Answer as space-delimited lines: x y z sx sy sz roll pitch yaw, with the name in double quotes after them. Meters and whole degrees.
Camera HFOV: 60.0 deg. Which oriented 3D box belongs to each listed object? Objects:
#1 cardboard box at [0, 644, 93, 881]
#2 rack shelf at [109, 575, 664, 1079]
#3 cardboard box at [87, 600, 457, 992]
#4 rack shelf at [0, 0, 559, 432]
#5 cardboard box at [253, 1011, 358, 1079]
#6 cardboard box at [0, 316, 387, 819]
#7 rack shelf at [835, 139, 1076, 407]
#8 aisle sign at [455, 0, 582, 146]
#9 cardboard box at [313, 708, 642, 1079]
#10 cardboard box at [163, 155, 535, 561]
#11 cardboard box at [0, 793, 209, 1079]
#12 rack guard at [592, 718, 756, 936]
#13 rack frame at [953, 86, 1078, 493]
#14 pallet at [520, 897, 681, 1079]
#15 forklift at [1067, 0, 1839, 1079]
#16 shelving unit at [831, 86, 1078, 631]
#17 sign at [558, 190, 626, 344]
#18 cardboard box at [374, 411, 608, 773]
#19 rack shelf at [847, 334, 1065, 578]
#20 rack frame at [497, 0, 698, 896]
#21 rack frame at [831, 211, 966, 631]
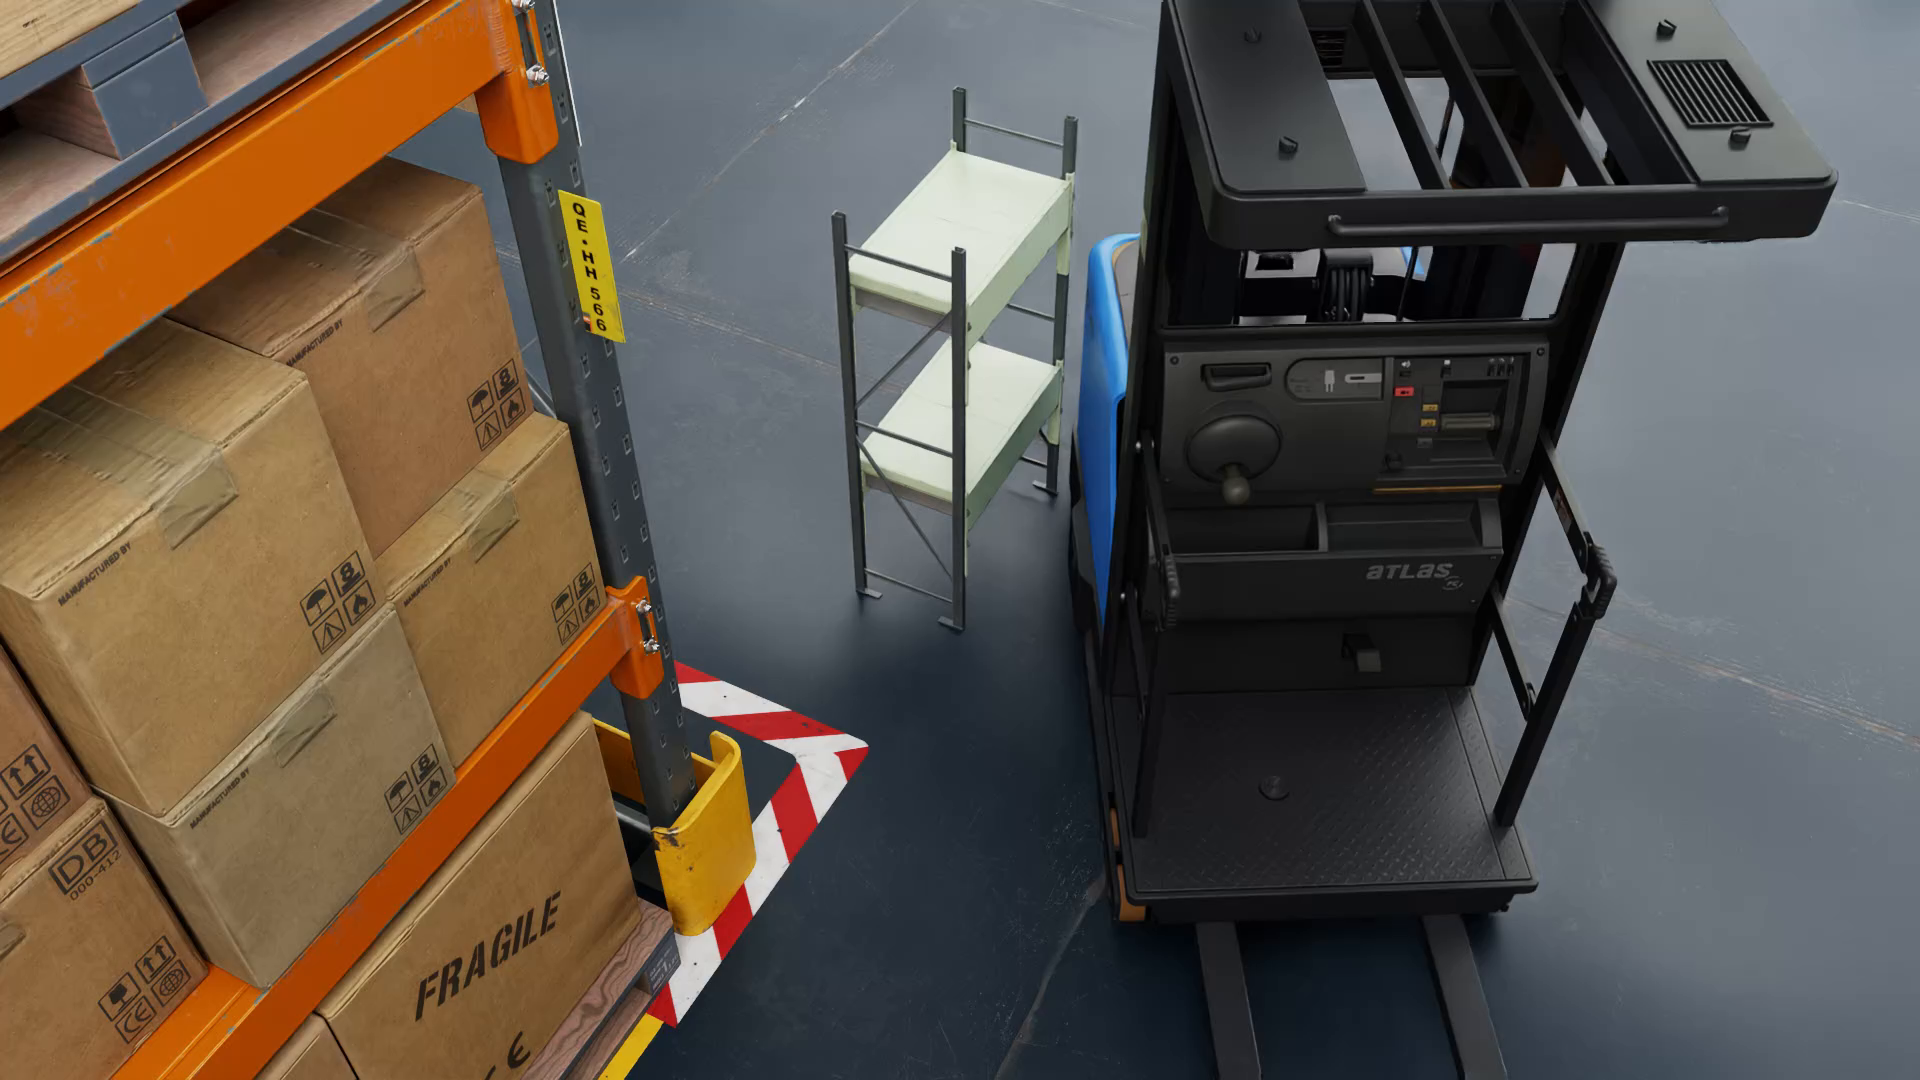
-1.938 0.259 2.521 0.875 0.550 0.550 20 49 19 "cardboard box"
-2.106 1.298 2.864 1.077 0.370 4.000 20 49 19 "rack shelf"
-1.545 0.335 3.204 0.875 0.550 0.550 20 49 19 "cardboard box"
-2.106 0.244 1.797 1.077 0.370 4.000 20 49 19 "rack shelf"
-1.840 1.389 3.467 0.875 0.875 0.875 20 49 18 "cardboard box"
-1.557 -0.049 2.825 0.875 0.550 0.550 20 49 19 "cardboard box"
-0.002 -0.806 4.944 0.431 0.370 0.720 20 49 18 "rack shelf"
-0.879 -1.074 2.875 0.394 0.787 0.004 20 49 19 "aisle sign"
-1.433 0.834 4.016 0.875 0.875 0.875 21 49 19 "cardboard box"
-1.384 -0.426 3.197 0.875 0.550 0.550 20 49 19 "cardboard box"
-1.916 0.646 2.897 0.875 0.550 0.550 20 49 19 "cardboard box"
-1.166 0.649 4.757 1.175 0.500 0.348 20 49 19 "rack guard"
0.162 -0.765 5.451 0.400 1.500 0.023 20 49 18 "rack frame"
-1.479 1.295 4.322 1.003 0.211 1.213 20 49 19 "pallet"
0.963 -0.198 3.885 1.130 2.935 3.031 -2 45 -2 "forklift"
-0.002 -0.532 5.221 0.431 1.500 0.755 20 49 18 "shelving unit"
-0.703 -0.517 3.171 0.100 0.325 0.005 20 49 19 "sign"
-1.309 -0.019 3.554 0.875 0.550 0.550 20 49 19 "cardboard box"
-0.002 -0.303 5.453 0.431 0.370 0.720 20 49 18 "rack shelf"
-1.177 -0.215 3.853 1.000 3.000 0.127 20 49 19 "rack frame"
-0.166 -0.299 4.991 0.400 1.500 0.023 20 49 18 "rack frame"
